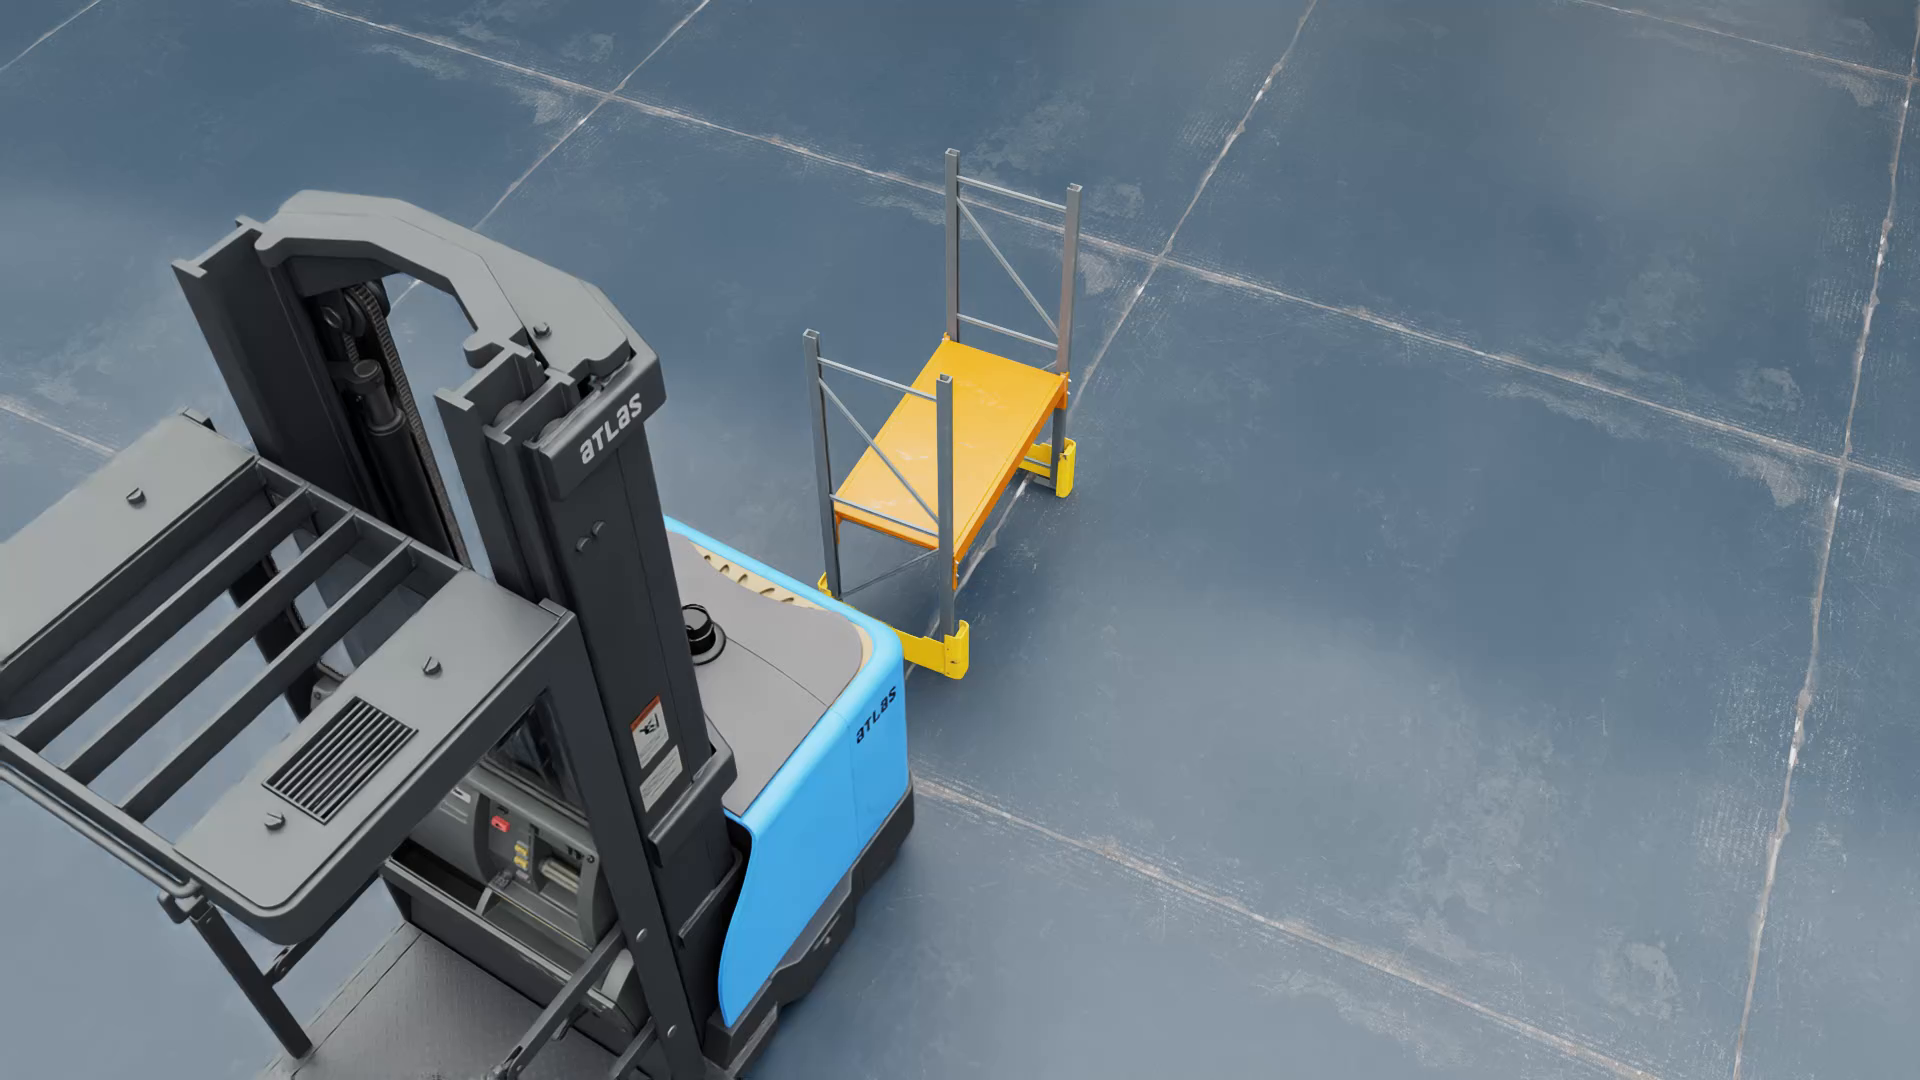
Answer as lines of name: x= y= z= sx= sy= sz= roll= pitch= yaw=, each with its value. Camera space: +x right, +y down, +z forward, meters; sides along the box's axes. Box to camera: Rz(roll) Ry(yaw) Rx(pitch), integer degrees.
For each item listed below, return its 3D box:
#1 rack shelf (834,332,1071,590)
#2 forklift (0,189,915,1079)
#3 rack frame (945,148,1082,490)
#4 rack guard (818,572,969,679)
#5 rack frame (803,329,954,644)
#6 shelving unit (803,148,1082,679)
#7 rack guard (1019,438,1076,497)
rack shelf: x=-0.036 y=-0.311 z=6.081 sx=0.538 sy=0.185 sz=1.000 roll=20 pitch=52 yaw=16
forklift: x=-1.356 y=0.789 z=3.969 sx=1.130 sy=2.935 sz=3.031 roll=25 pitch=54 yaw=20
rack frame: x=0.181 y=-0.777 z=6.242 sx=0.500 sy=1.500 sz=0.032 roll=20 pitch=52 yaw=16
rack guard: x=-0.245 y=0.314 z=6.133 sx=0.587 sy=0.250 sz=0.087 roll=20 pitch=52 yaw=16
rack frame: x=-0.254 y=-0.077 z=5.646 sx=0.500 sy=1.500 sz=0.032 roll=20 pitch=52 yaw=16
shelving unit: x=-0.033 y=-0.434 z=5.949 sx=0.587 sy=1.500 sz=1.083 roll=20 pitch=52 yaw=16
rack guard: x=0.180 y=-0.371 z=6.717 sx=0.587 sy=0.250 sz=0.087 roll=20 pitch=52 yaw=16
